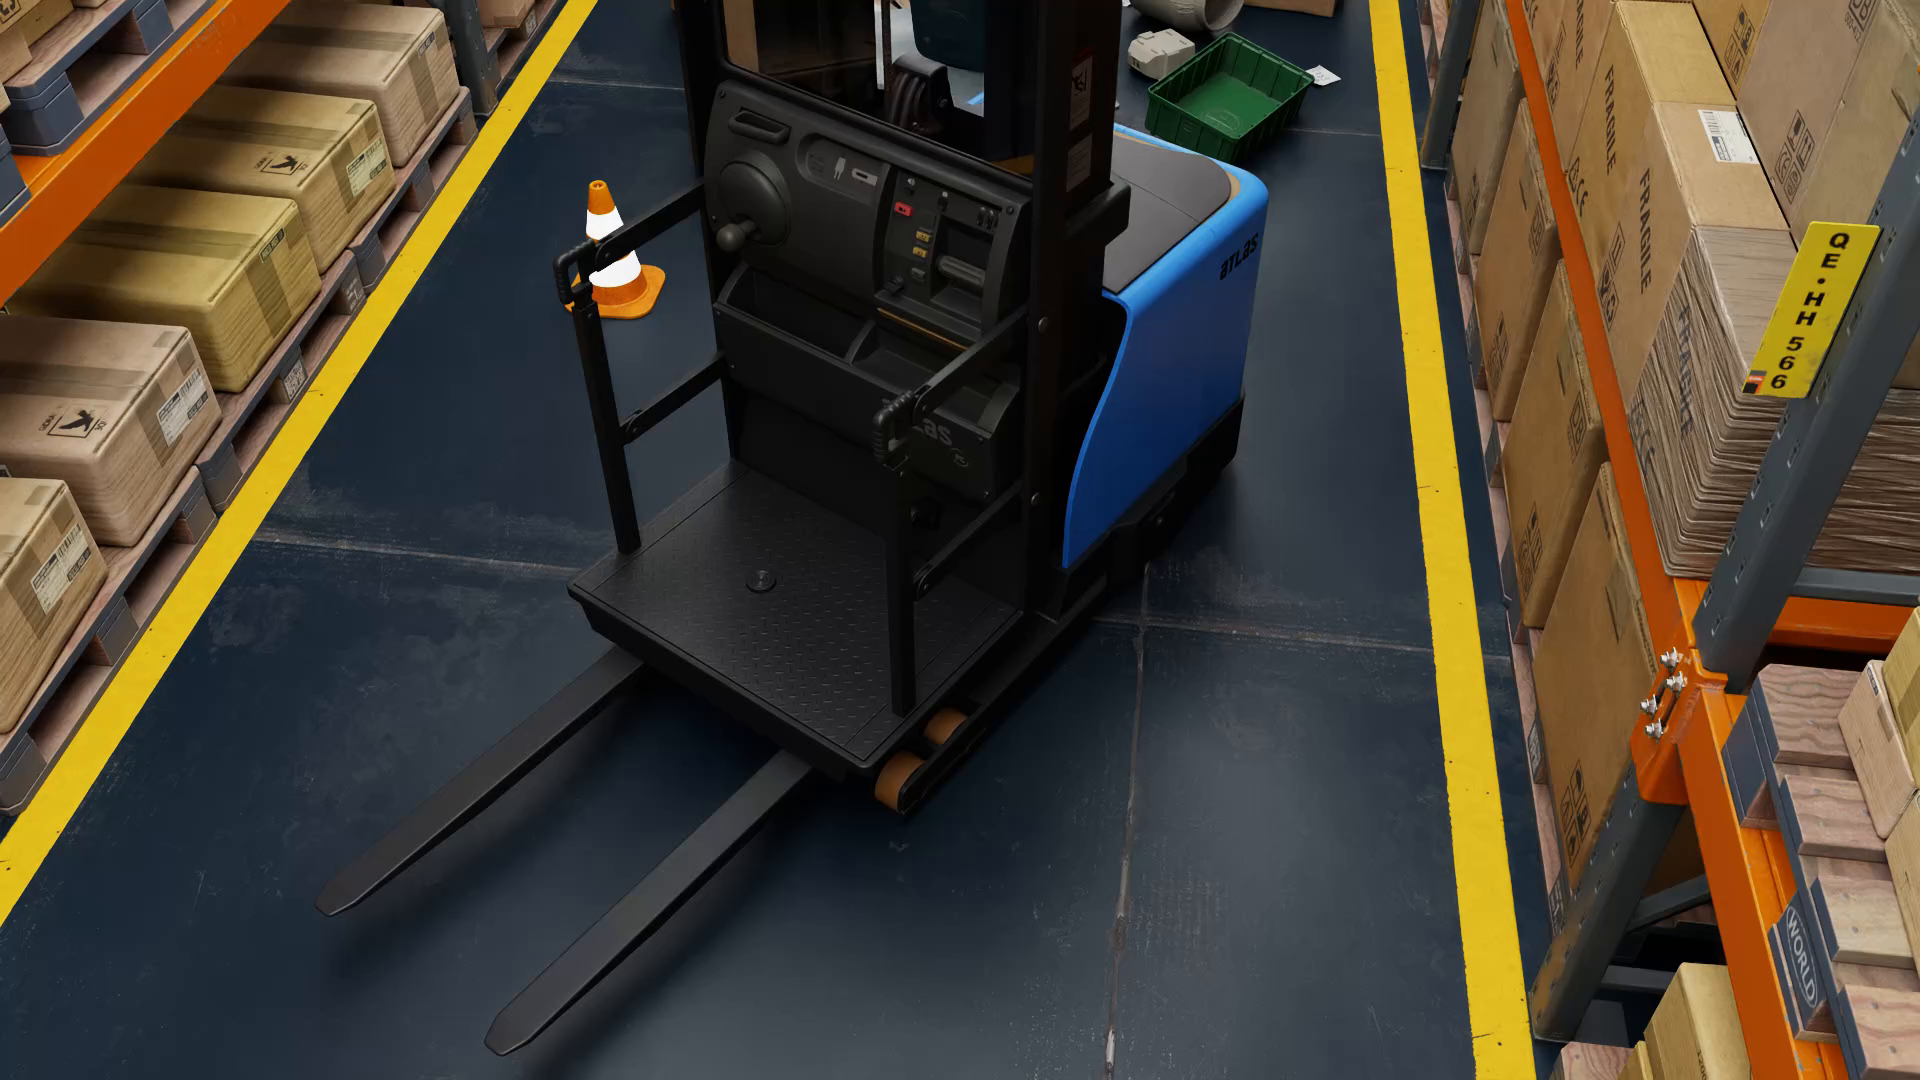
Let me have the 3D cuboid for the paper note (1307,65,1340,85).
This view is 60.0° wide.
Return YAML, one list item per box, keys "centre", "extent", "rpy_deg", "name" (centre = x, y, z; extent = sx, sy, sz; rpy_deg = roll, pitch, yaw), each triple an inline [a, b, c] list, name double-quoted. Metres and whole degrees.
- centre: [1.596, -2.074, 7.418]
  extent: [0.147, 0.020, 0.142]
  rpy_deg: [-24, 48, -23]
  name: "paper note"

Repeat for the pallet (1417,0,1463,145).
- centre: [2.583, -2.110, 7.325]
  extent: [1.003, 0.211, 1.213]
  rpy_deg: [5, 44, 6]
  name: "pallet"

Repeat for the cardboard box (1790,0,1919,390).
- centre: [1.946, -0.590, 2.891]
  extent: [0.700, 0.500, 0.500]
  rpy_deg: [5, 44, 5]
  name: "cardboard box"

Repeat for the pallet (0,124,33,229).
- centre: [-3.055, -0.692, 3.939]
  extent: [1.213, 0.211, 1.003]
  rpy_deg: [5, 44, 6]
  name: "pallet"

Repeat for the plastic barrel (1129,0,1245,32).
- centre: [1.035, -2.589, 7.676]
  extent: [0.421, 0.421, 0.512]
  rpy_deg: [-32, 52, -29]
  name: "plastic barrel"

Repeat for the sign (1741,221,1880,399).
- centre: [1.326, -0.354, 2.600]
  extent: [0.100, 0.325, 0.005]
  rpy_deg: [5, 44, 6]
  name: "sign"

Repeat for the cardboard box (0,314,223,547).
- centre: [-2.869, -0.353, 5.047]
  extent: [0.950, 0.372, 0.625]
  rpy_deg: [4, 44, 5]
  name: "cardboard box"

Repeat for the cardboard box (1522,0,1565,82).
- centre: [1.934, -1.629, 4.716]
  extent: [0.500, 0.500, 0.500]
  rpy_deg: [5, 44, 5]
  name: "cardboard box"

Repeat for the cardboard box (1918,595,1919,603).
- centre: [1.623, 0.138, 2.368]
  extent: [0.380, 0.149, 0.250]
  rpy_deg: [5, 44, 6]
  name: "cardboard box"

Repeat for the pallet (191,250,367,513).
- centre: [-2.775, -0.616, 5.747]
  extent: [1.003, 0.211, 1.213]
  rpy_deg: [5, 44, 6]
  name: "pallet"

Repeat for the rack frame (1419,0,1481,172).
- centre: [2.405, -2.612, 5.826]
  extent: [1.000, 3.000, 0.127]
  rpy_deg: [5, 44, 6]
  name: "rack frame"

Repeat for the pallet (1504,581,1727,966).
- centre: [2.055, 0.597, 4.466]
  extent: [1.003, 0.211, 1.213]
  rpy_deg: [5, 44, 6]
  name: "pallet"

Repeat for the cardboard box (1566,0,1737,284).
- centre: [1.803, -0.934, 3.982]
  extent: [0.500, 0.500, 0.500]
  rpy_deg: [5, 44, 5]
  name: "cardboard box"

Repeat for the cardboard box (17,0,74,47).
- centre: [-2.654, -1.457, 4.485]
  extent: [0.380, 0.149, 0.250]
  rpy_deg: [7, 44, 7]
  name: "cardboard box"

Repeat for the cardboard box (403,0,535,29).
- centre: [-2.169, -2.524, 7.429]
  extent: [0.500, 0.250, 0.500]
  rpy_deg: [3, 44, 4]
  name: "cardboard box"

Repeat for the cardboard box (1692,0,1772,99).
- centre: [2.077, -1.285, 3.625]
  extent: [0.700, 0.500, 0.500]
  rpy_deg: [5, 44, 5]
  name: "cardboard box"

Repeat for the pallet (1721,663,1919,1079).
- centre: [1.888, 0.680, 2.490]
  extent: [1.213, 0.211, 1.003]
  rpy_deg: [5, 44, 6]
  name: "pallet"

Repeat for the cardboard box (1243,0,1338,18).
- centre: [1.593, -2.856, 7.901]
  extent: [0.500, 0.500, 0.500]
  rpy_deg: [12, 45, 13]
  name: "cardboard box"

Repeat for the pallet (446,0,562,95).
- centre: [-2.461, -2.441, 7.674]
  extent: [1.003, 0.211, 1.213]
  rpy_deg: [5, 44, 6]
  name: "pallet"

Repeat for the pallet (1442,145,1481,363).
- centre: [2.378, -1.066, 6.223]
  extent: [1.003, 0.211, 1.213]
  rpy_deg: [5, 44, 6]
  name: "pallet"

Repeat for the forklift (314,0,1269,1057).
- centre: [-0.379, -0.719, 3.877]
  extent: [1.130, 2.935, 3.031]
  rpy_deg: [27, 50, 26]
  name: "forklift"

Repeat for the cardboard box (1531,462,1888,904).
- centre: [2.046, 0.372, 4.006]
  extent: [1.050, 0.750, 0.750]
  rpy_deg: [5, 44, 5]
  name: "cardboard box"

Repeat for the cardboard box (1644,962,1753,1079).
- centre: [1.545, 1.045, 2.932]
  extent: [0.500, 0.250, 0.500]
  rpy_deg: [3, 44, 4]
  name: "cardboard box"

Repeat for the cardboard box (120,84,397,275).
- centre: [-2.673, -1.343, 6.093]
  extent: [0.950, 0.372, 0.625]
  rpy_deg: [8, 44, 8]
  name: "cardboard box"

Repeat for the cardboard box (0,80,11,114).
- centre: [-2.607, -1.090, 4.097]
  extent: [0.380, 0.149, 0.250]
  rpy_deg: [5, 44, 6]
  name: "cardboard box"

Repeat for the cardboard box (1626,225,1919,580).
- centre: [1.670, -0.253, 3.263]
  extent: [0.500, 0.500, 0.500]
  rpy_deg: [5, 44, 6]
  name: "cardboard box"

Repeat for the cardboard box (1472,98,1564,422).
- centre: [2.281, -0.859, 5.306]
  extent: [1.050, 0.750, 0.750]
  rpy_deg: [5, 44, 6]
  name: "cardboard box"

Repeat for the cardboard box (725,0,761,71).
- centre: [-0.746, -2.219, 6.679]
  extent: [0.500, 0.500, 0.500]
  rpy_deg: [5, 44, 6]
  name: "cardboard box"

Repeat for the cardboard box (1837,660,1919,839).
- centre: [1.617, 0.340, 2.587]
  extent: [0.380, 0.149, 0.250]
  rpy_deg: [5, 44, 5]
  name: "cardboard box"

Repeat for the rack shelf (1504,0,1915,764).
- centre: [2.141, -0.987, 4.634]
  extent: [1.077, 0.370, 4.000]
  rpy_deg: [5, 44, 6]
  name: "rack shelf"

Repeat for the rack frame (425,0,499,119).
- centre: [-2.515, -2.993, 6.229]
  extent: [1.000, 3.000, 0.127]
  rpy_deg: [5, 44, 6]
  name: "rack frame"

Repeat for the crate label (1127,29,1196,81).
- centre: [0.905, -2.173, 7.446]
  extent: [0.298, 0.136, 0.250]
  rpy_deg: [-24, 48, -23]
  name: "crate label"
